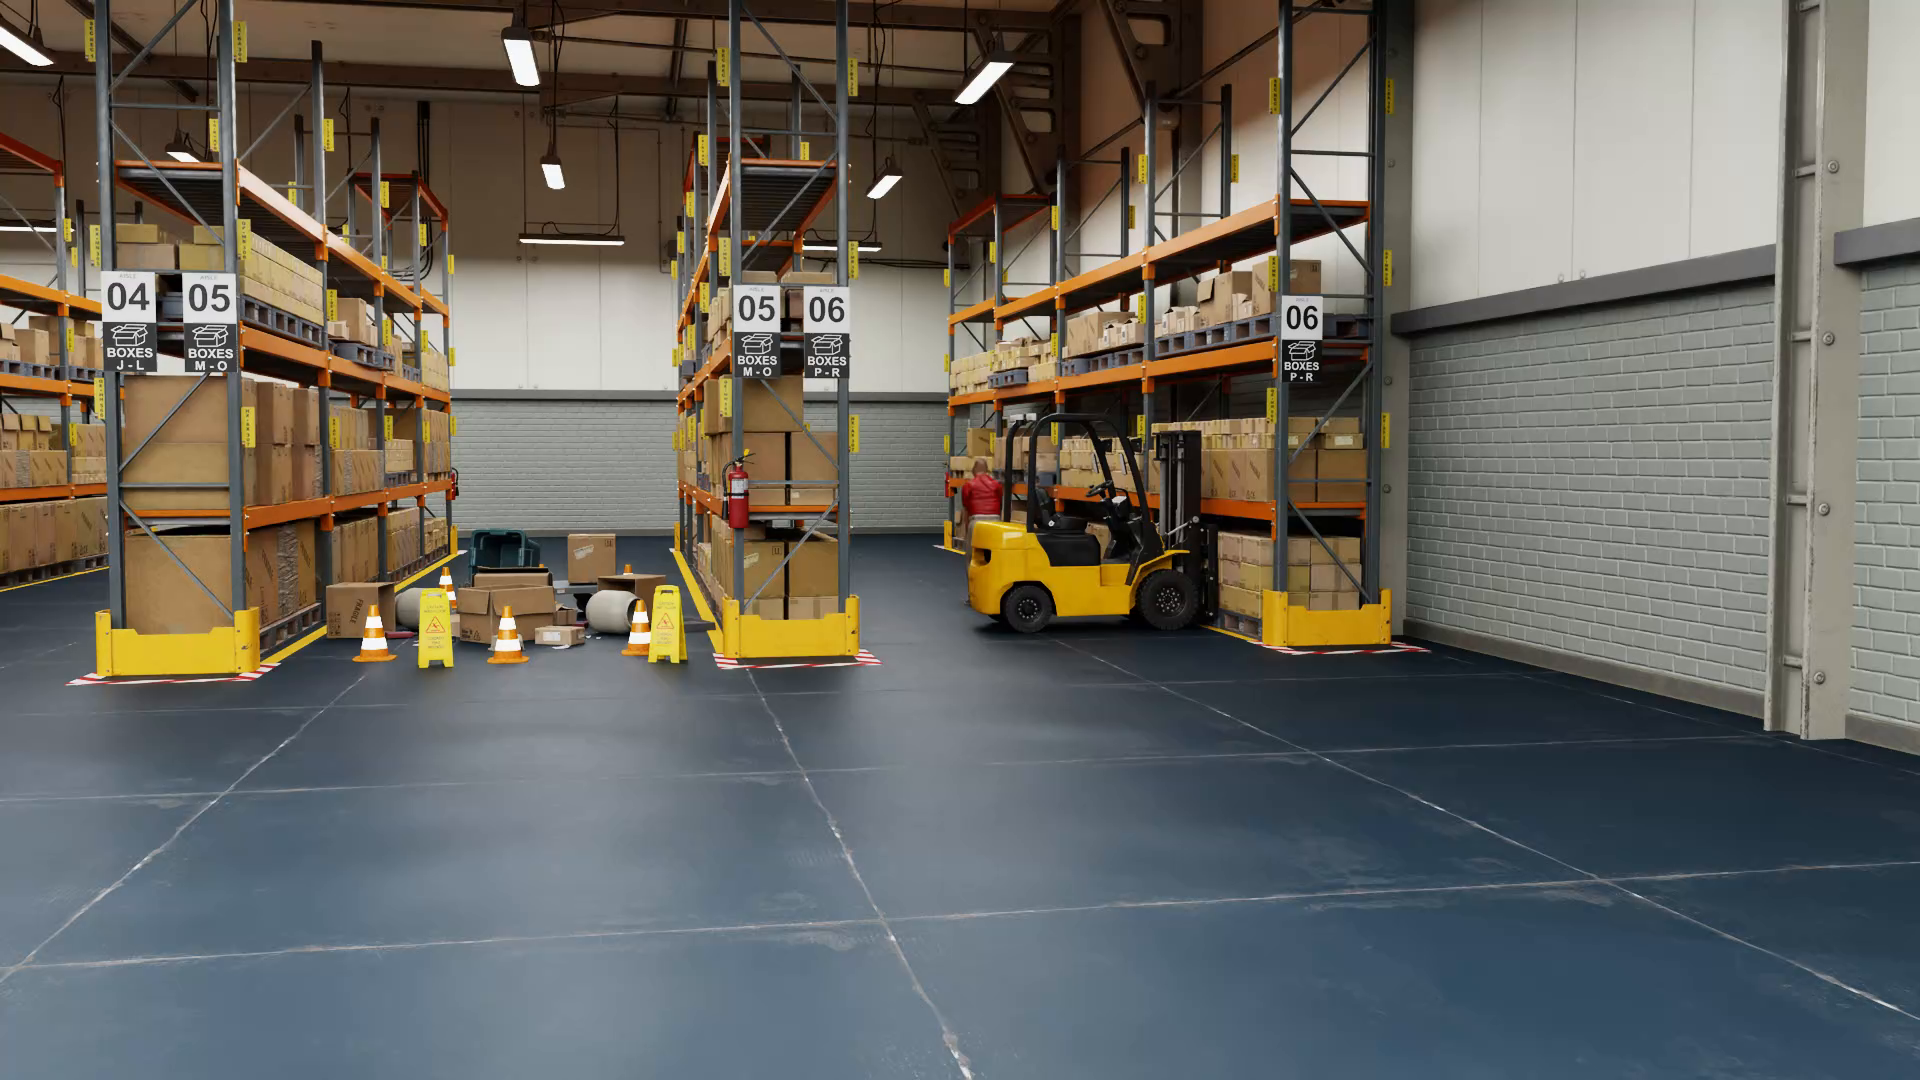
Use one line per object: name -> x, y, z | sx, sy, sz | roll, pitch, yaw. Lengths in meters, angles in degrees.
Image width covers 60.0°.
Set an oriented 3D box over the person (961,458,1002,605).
person -> 0.252, -0.096, 19.343 | 0.485, 1.711, 0.570 | -1, 3, -12
